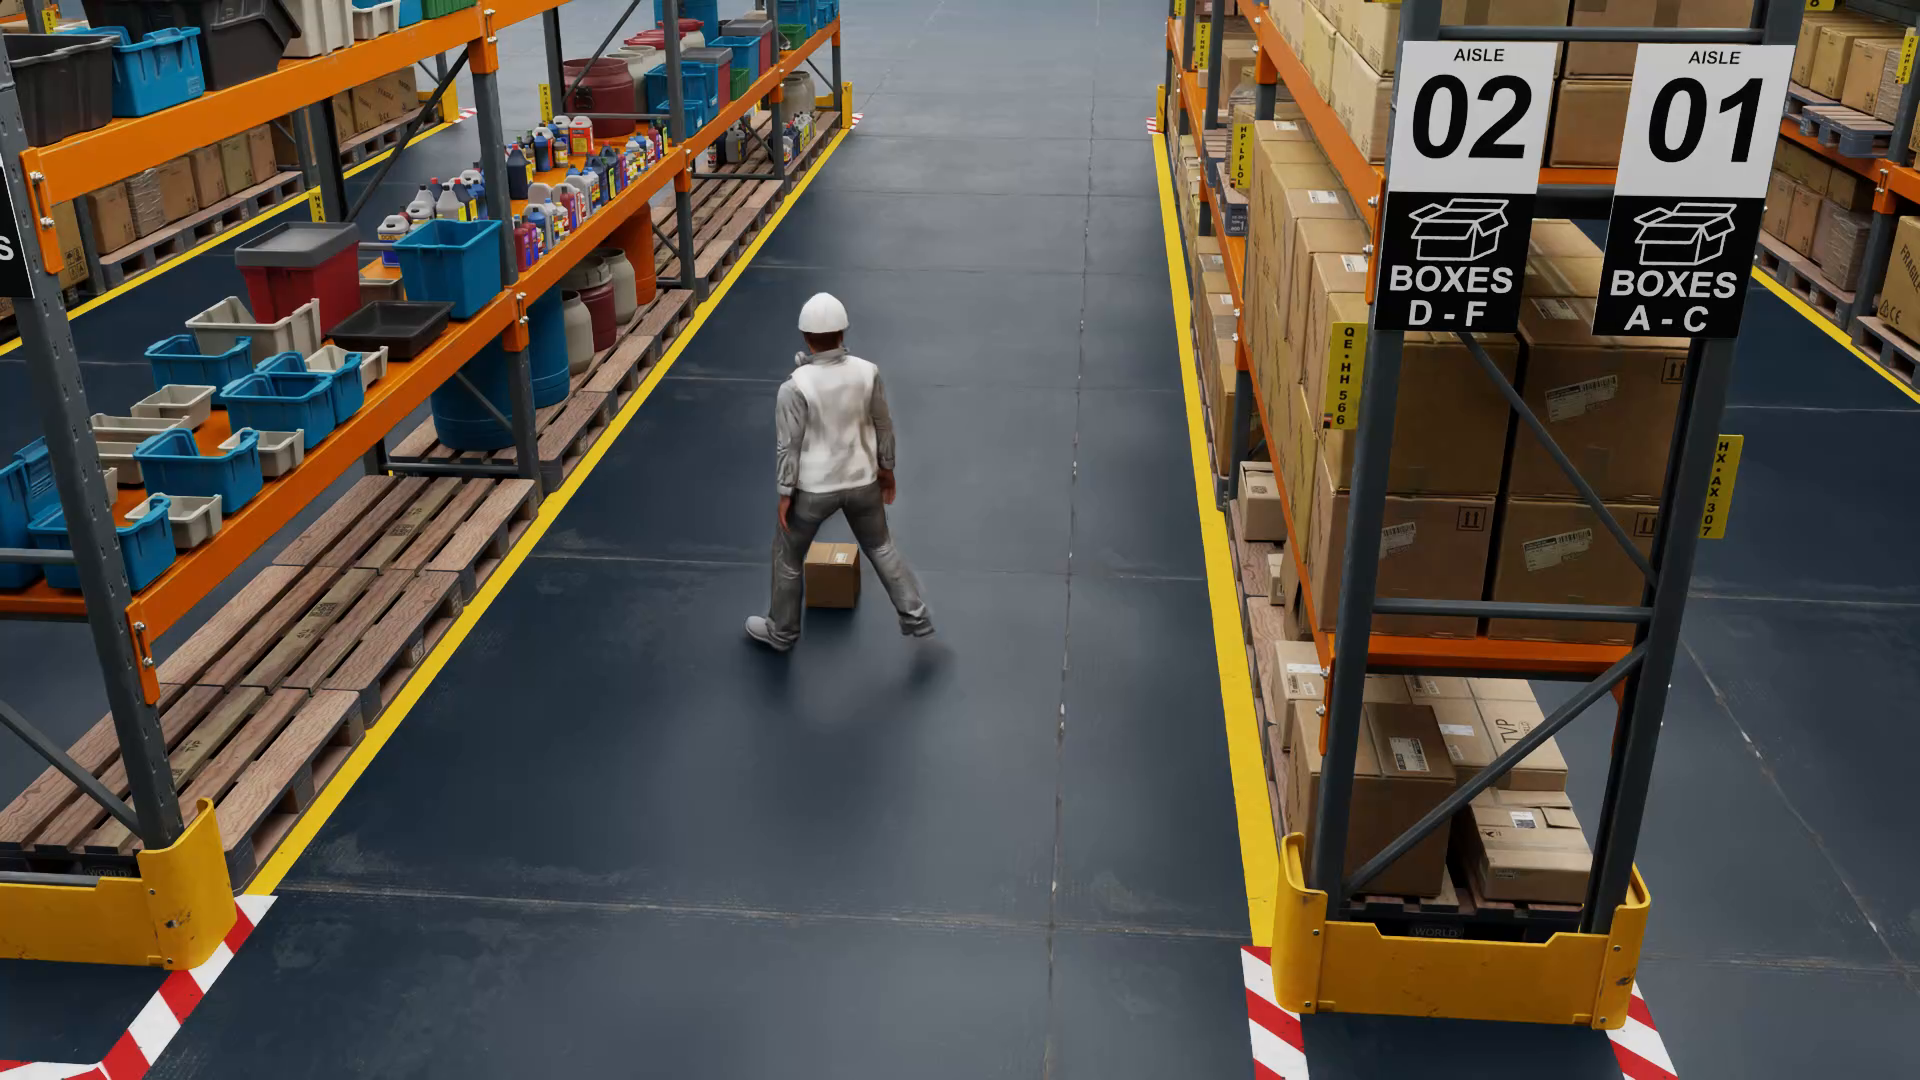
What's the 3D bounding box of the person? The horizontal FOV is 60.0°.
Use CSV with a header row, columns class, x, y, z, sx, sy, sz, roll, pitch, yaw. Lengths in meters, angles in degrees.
class,x,y,z,sx,sy,sz,roll,pitch,yaw
person,-0.575,-0.287,7.727,0.750,1.755,0.705,-14,28,-27
